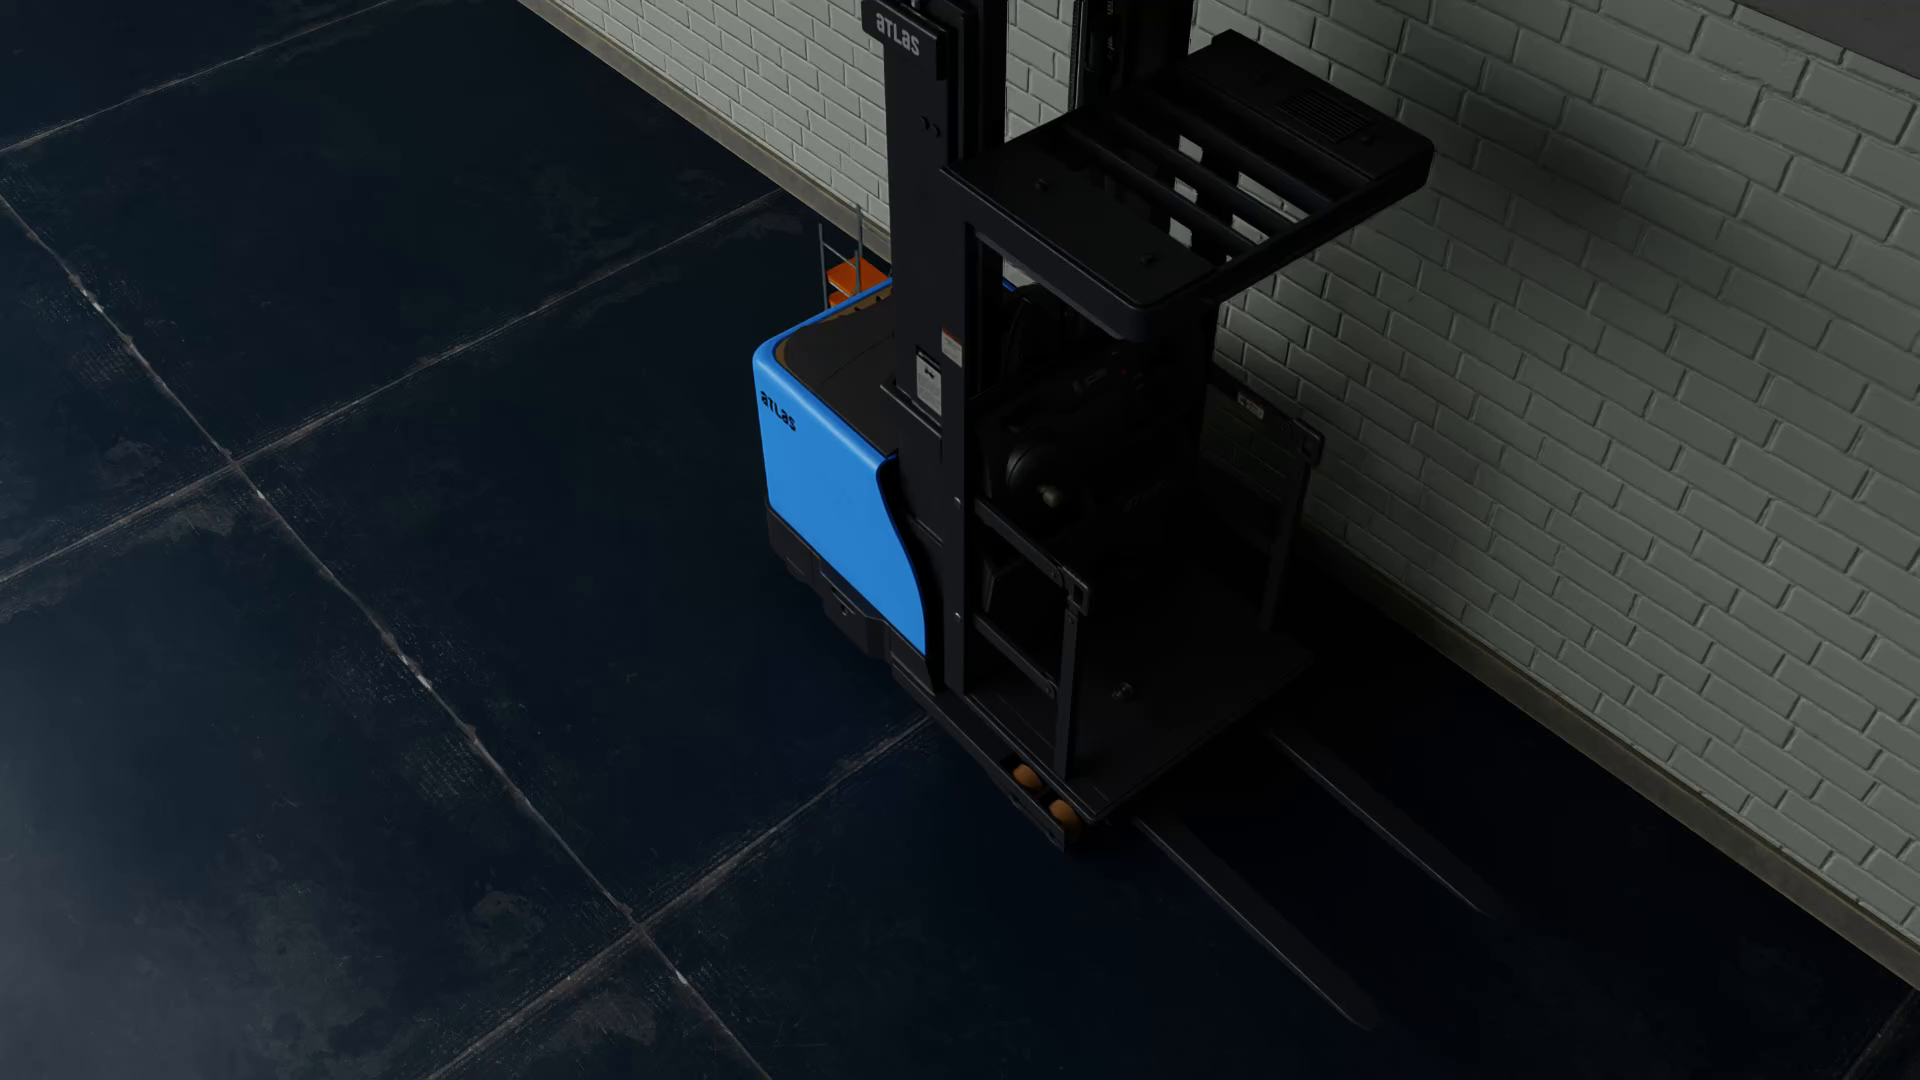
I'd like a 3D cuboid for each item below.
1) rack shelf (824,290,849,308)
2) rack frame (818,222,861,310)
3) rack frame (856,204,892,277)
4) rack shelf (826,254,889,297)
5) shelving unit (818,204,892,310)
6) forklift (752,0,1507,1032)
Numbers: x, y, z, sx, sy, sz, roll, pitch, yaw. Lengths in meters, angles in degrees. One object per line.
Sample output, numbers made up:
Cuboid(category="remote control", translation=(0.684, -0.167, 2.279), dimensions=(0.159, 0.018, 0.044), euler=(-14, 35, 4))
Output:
Cuboid(category="rack shelf", translation=(-0.385, -0.901, 6.552), dimensions=(0.180, 0.103, 0.258), euler=(-32, 55, -26))
Cuboid(category="rack frame", translation=(-0.454, -0.724, 6.655), dimensions=(0.006, 1.200, 0.240), euler=(-32, 55, -26))
Cuboid(category="rack frame", translation=(-0.316, -0.812, 6.736), dimensions=(0.006, 1.200, 0.240), euler=(-32, 55, -26))
Cuboid(category="rack shelf", translation=(-0.385, -0.982, 6.464), dimensions=(0.180, 0.103, 0.258), euler=(-32, 55, -26))
Cuboid(category="shelving unit", translation=(-0.385, -0.768, 6.696), dimensions=(0.189, 1.200, 0.258), euler=(-32, 55, -26))
Cuboid(category="forklift", translation=(0.558, -0.346, 5.129), dimensions=(1.130, 2.935, 3.031), euler=(-31, 55, -26))
